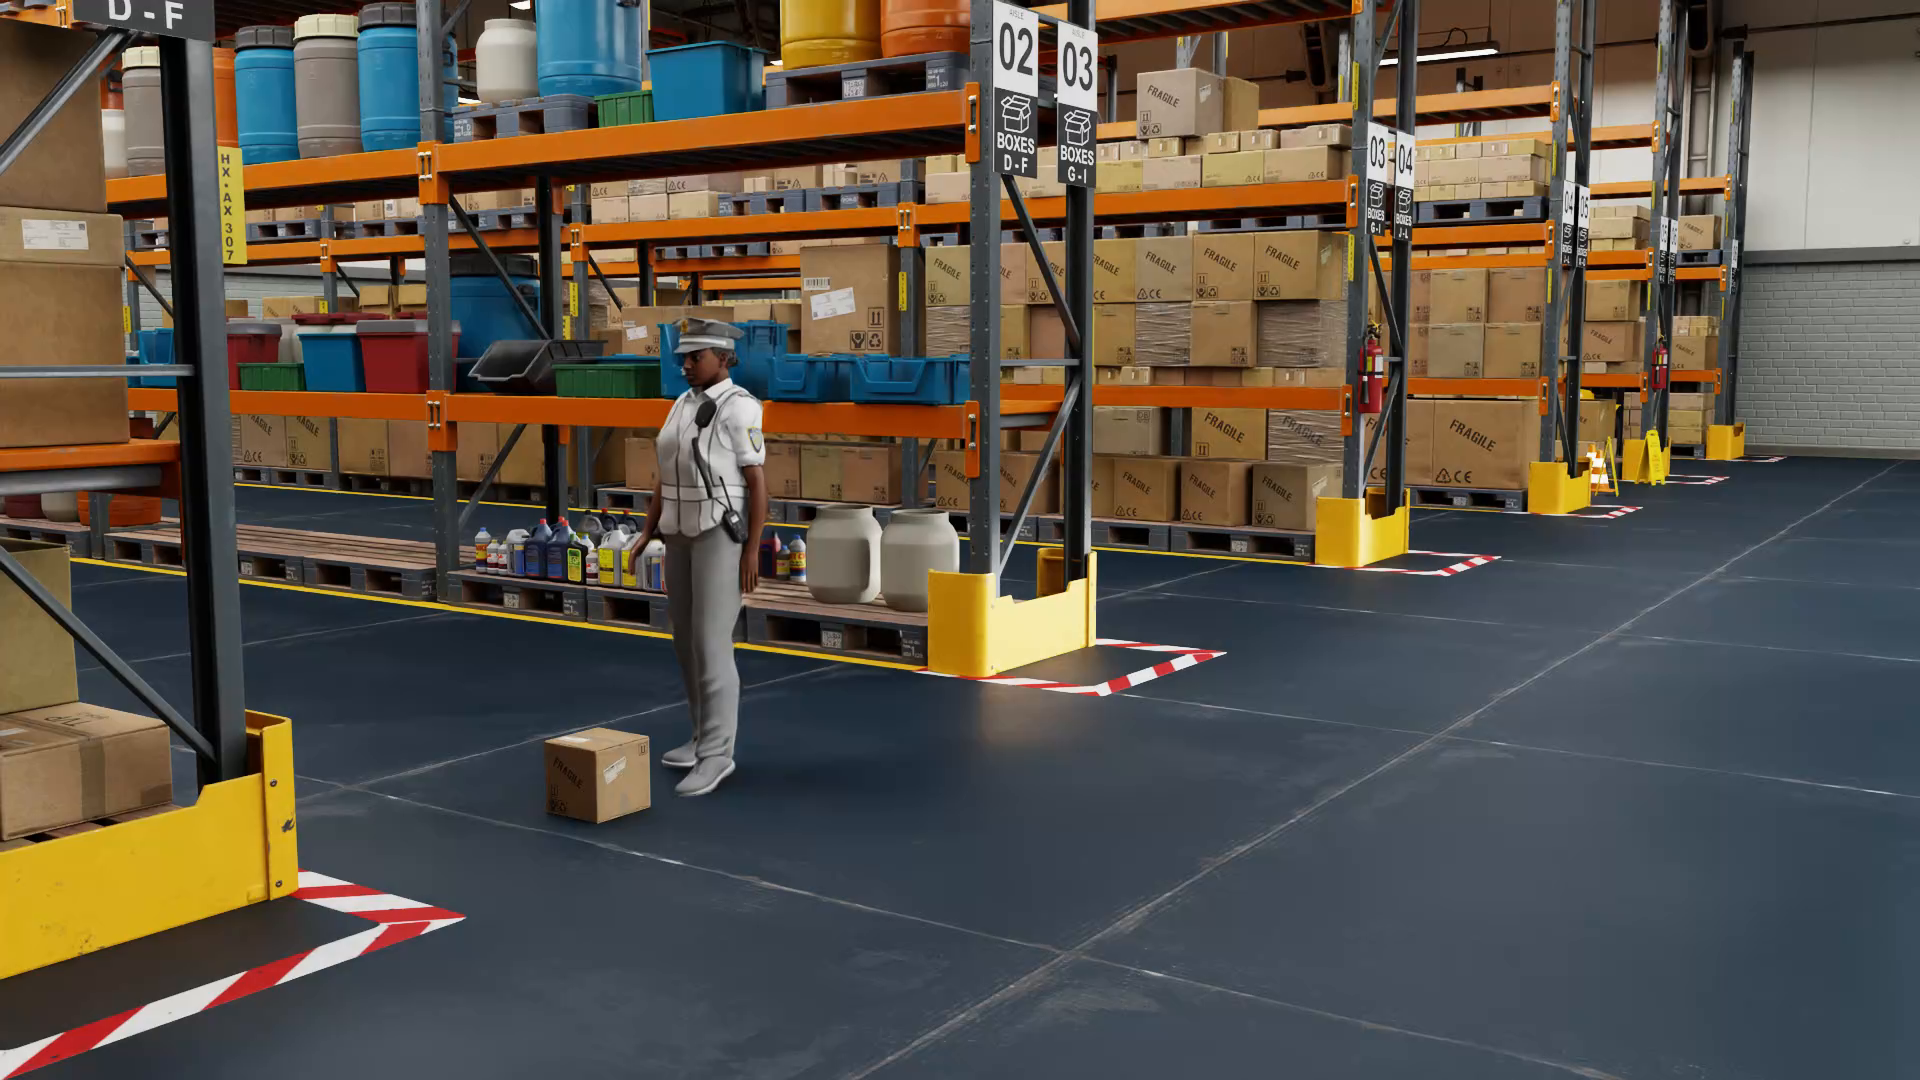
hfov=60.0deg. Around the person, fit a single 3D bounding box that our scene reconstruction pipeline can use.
[{"bbox_3d":[-0.981,0.040,6.094,0.493,1.705,0.479,6,9,42],"label":"person"}]
